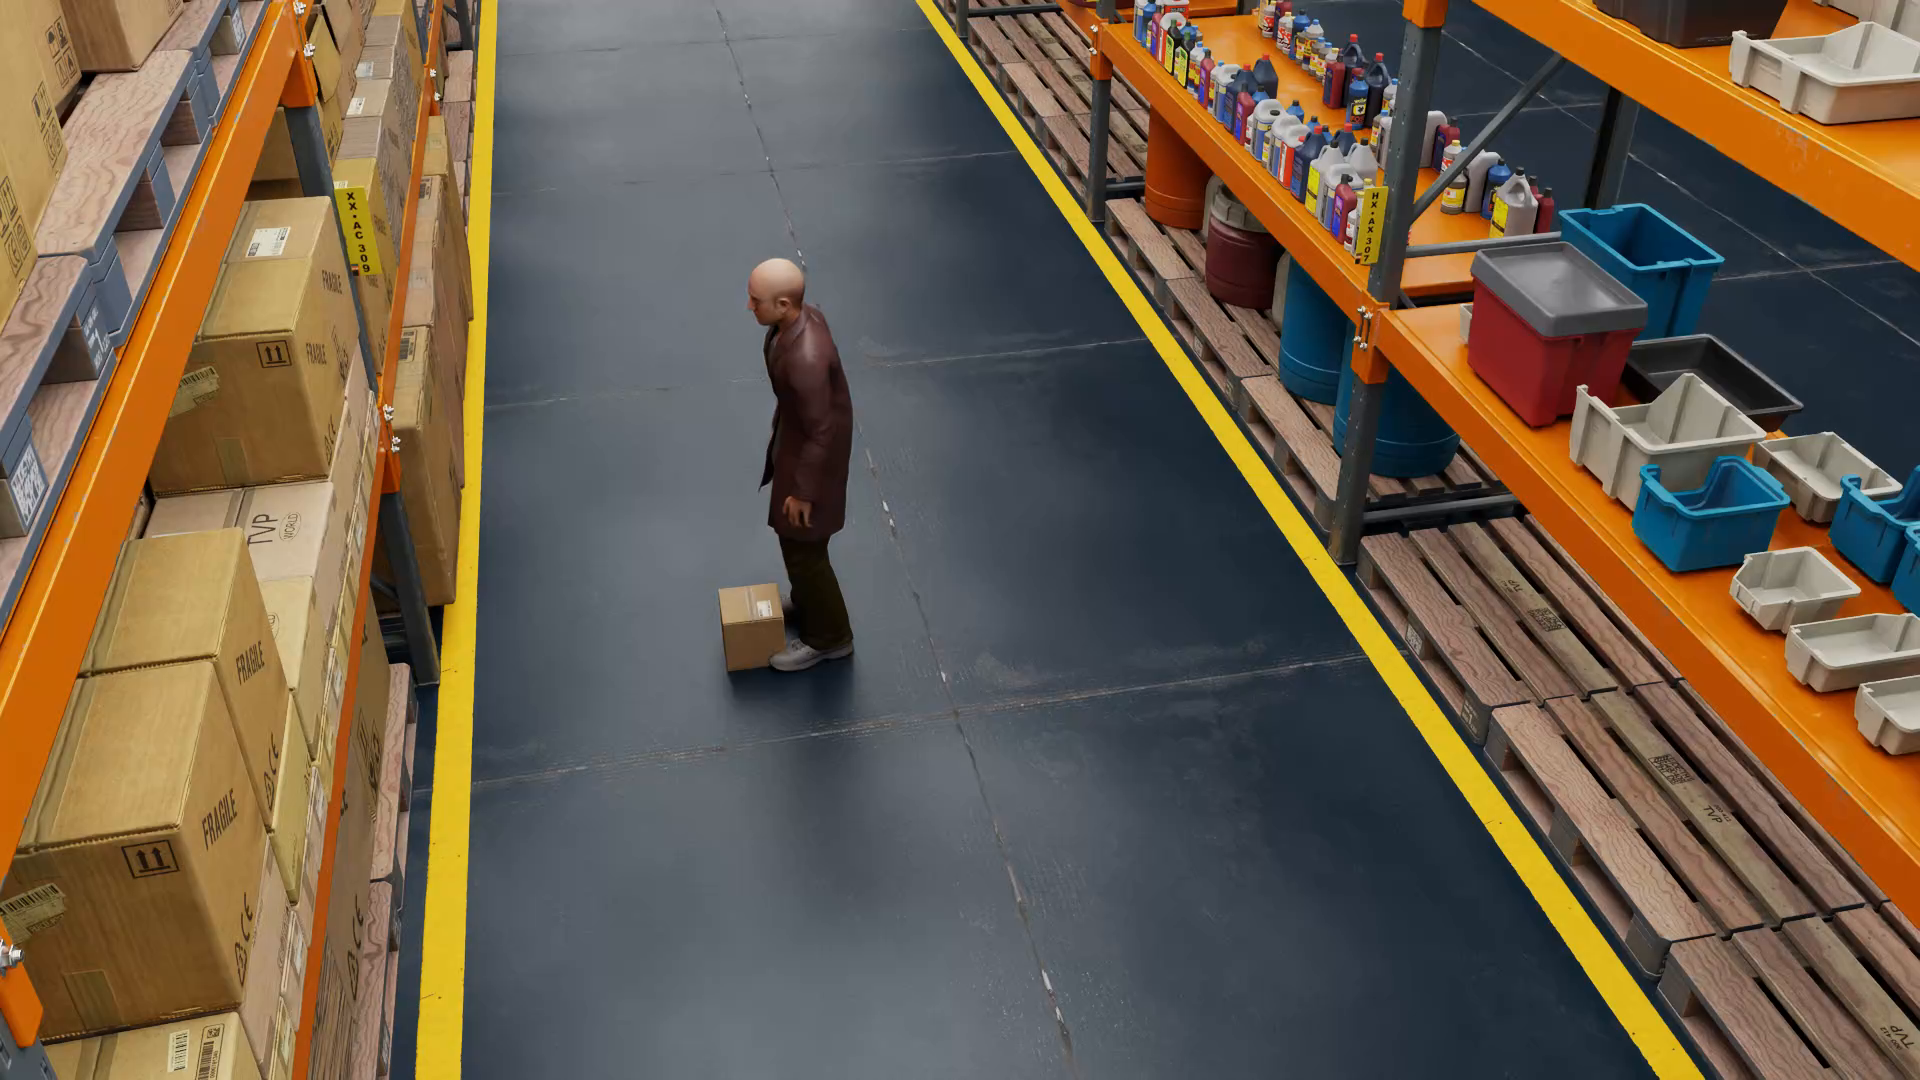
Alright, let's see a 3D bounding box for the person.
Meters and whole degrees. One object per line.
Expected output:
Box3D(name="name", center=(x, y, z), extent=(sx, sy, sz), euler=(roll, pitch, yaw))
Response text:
Box3D(name="person", center=(-0.634, -0.304, 6.608), extent=(0.423, 1.774, 0.643), euler=(-7, 35, -10))
